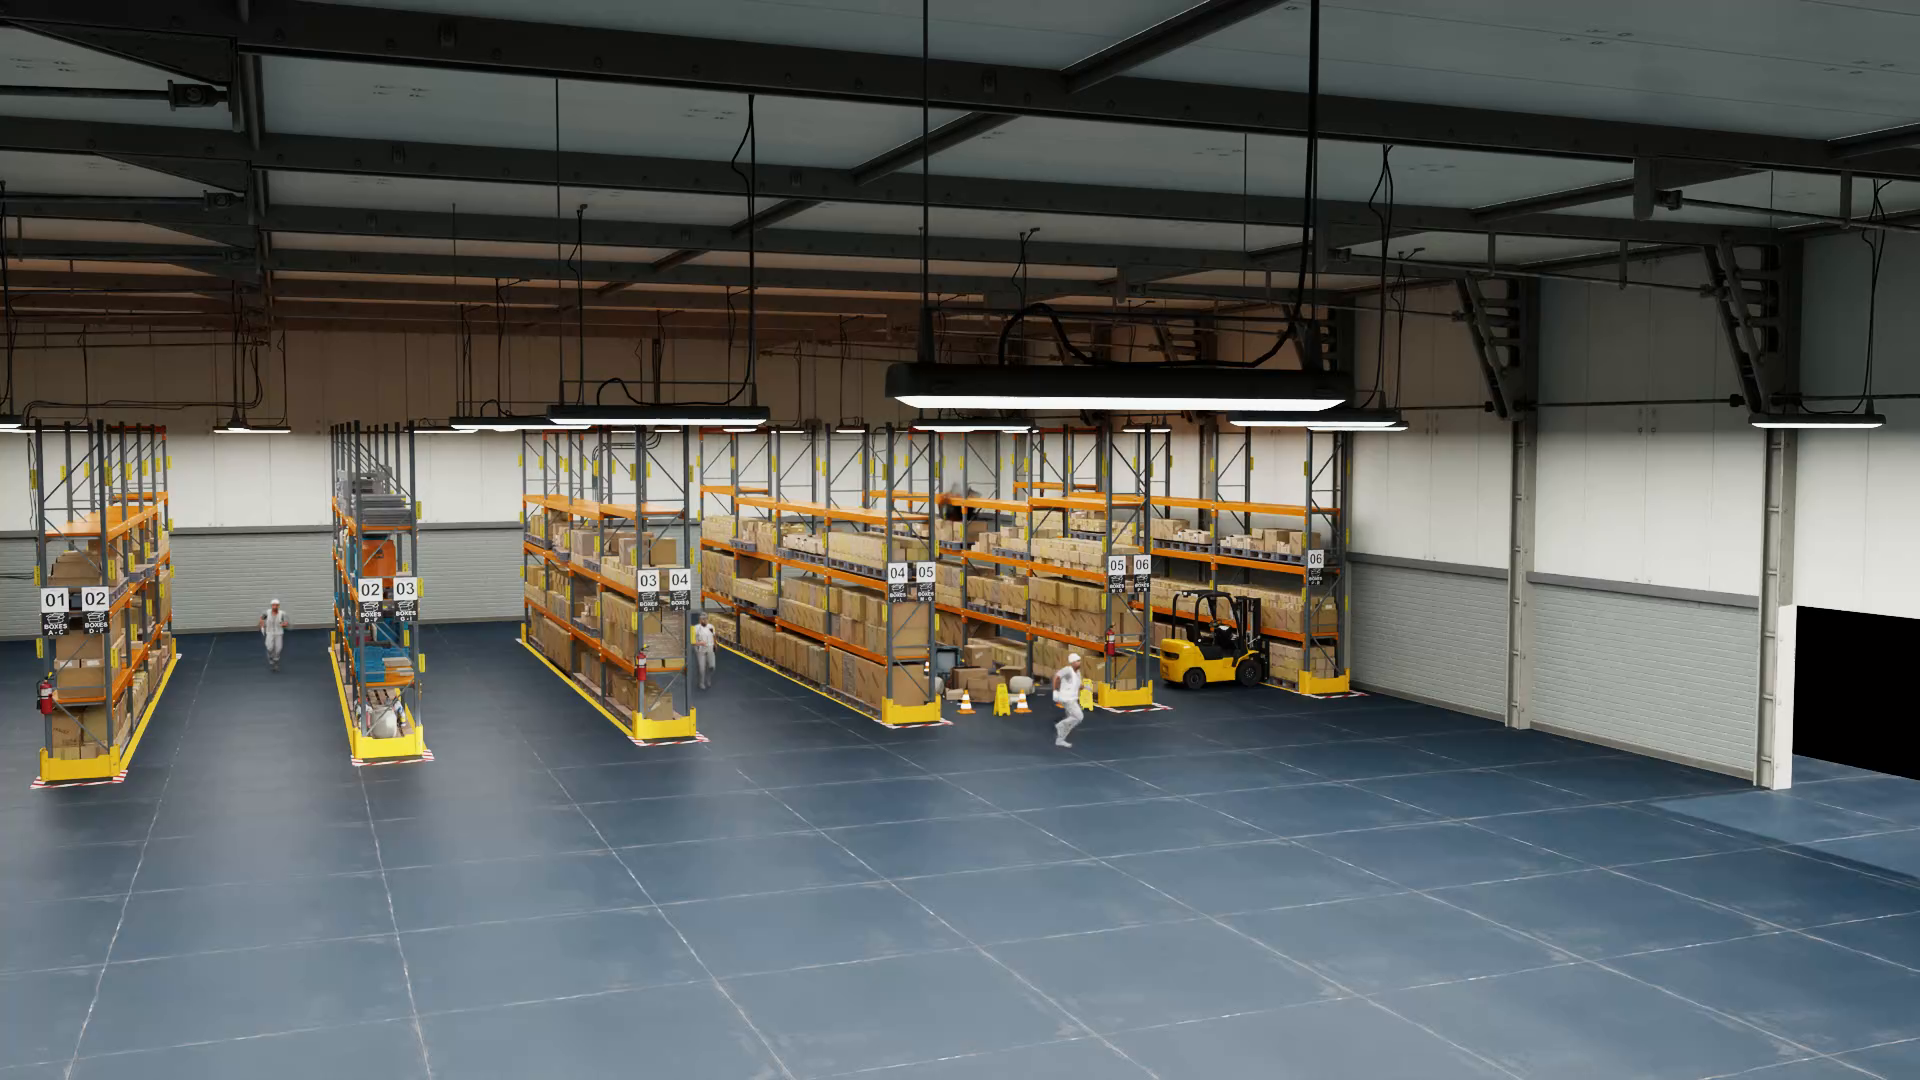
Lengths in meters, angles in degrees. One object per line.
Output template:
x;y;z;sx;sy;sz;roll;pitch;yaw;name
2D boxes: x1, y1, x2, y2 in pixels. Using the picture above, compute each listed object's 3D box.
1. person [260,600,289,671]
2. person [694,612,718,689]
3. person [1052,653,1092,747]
-16.631;2.307;40.346;0.647;1.738;0.732;-2;4;-23;person
-5.746;2.499;37.571;0.651;1.743;0.607;-2;4;-26;person
2.084;2.948;30.558;0.651;1.723;0.732;2;4;25;person
